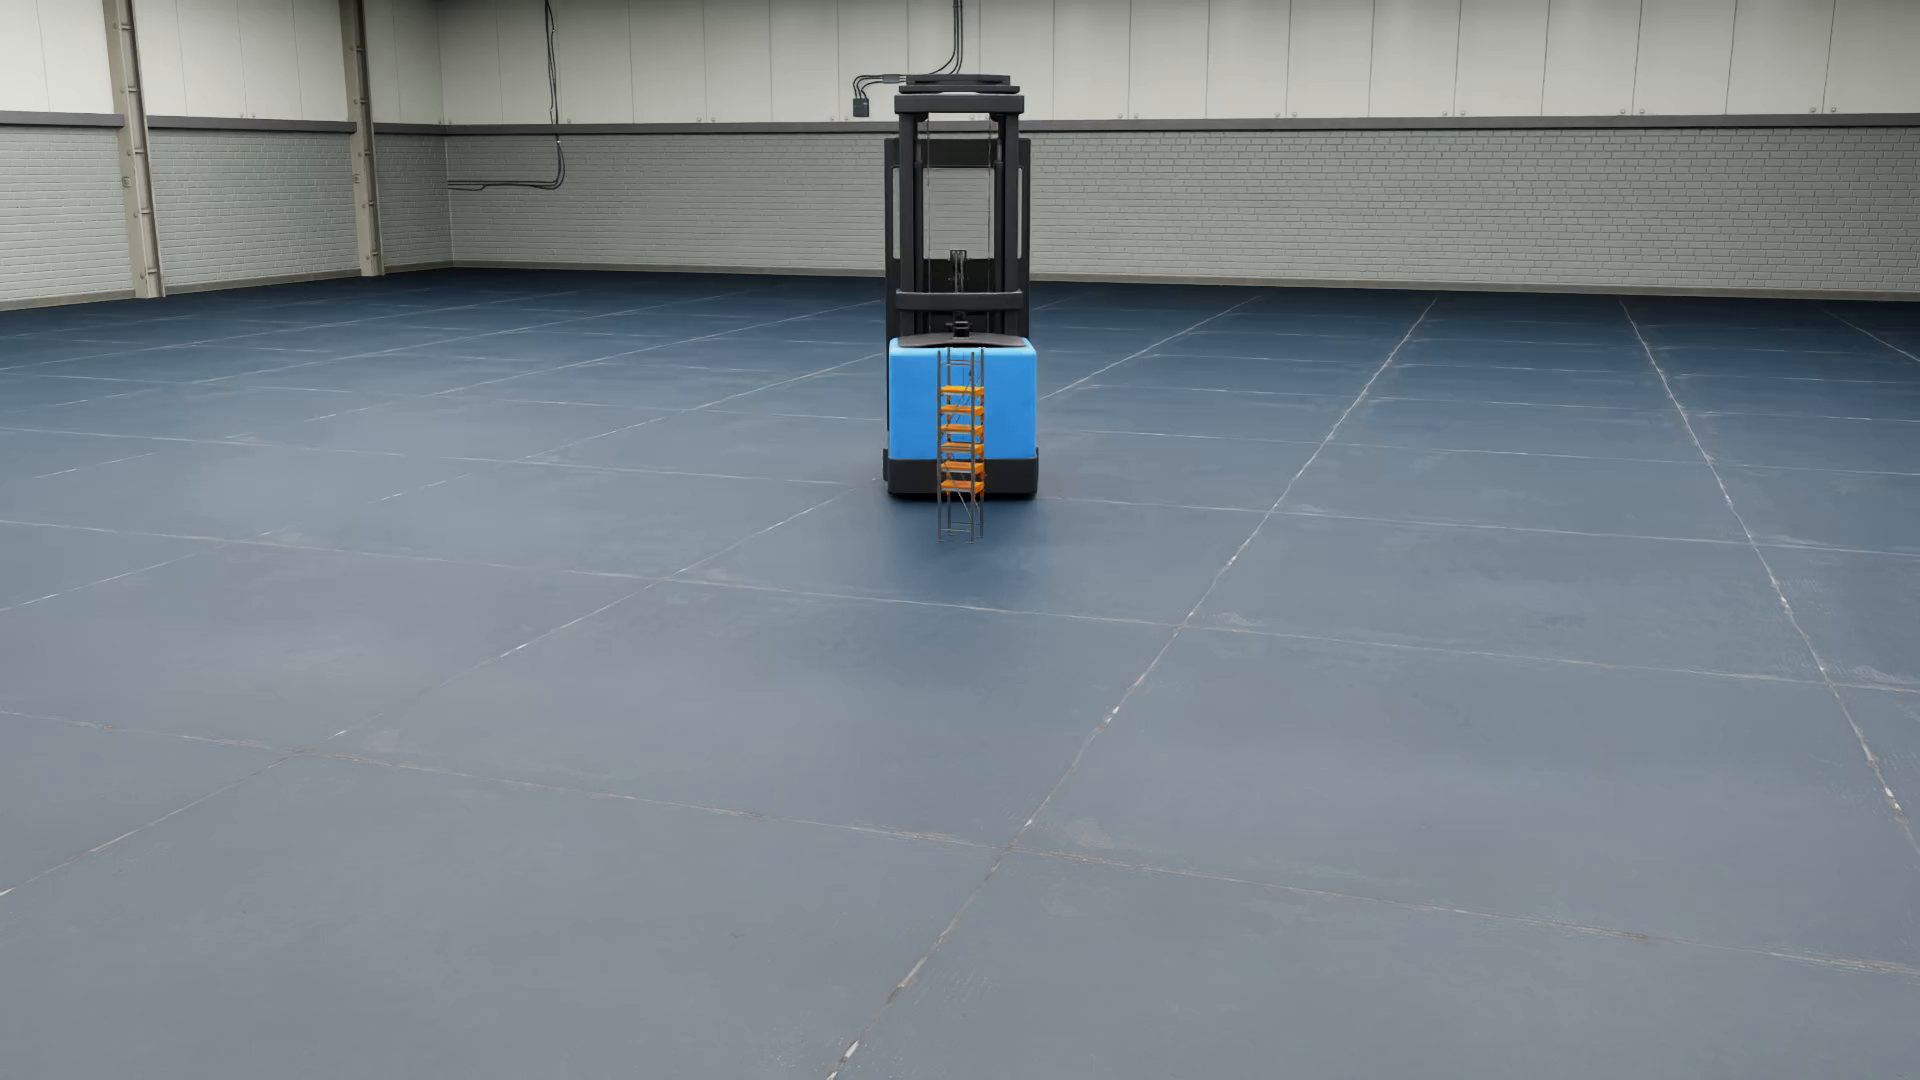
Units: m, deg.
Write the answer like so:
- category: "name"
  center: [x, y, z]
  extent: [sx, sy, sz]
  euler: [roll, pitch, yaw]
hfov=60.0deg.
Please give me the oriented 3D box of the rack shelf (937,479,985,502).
- category: "rack shelf"
  center: [0.005, -0.311, 10.431]
  extent: [0.258, 0.103, 0.180]
  euler: [4, 14, 18]

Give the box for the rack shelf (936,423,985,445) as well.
- category: "rack shelf"
  center: [0.005, -0.662, 10.351]
  extent: [0.258, 0.103, 0.180]
  euler: [4, 14, 18]

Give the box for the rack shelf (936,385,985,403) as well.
- category: "rack shelf"
  center: [0.005, -0.896, 10.298]
  extent: [0.258, 0.103, 0.180]
  euler: [4, 14, 18]

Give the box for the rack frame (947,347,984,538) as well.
- category: "rack frame"
  center: [0.034, -0.607, 10.452]
  extent: [0.240, 1.200, 0.006]
  euler: [4, 14, 18]

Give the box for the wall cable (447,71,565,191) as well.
- category: "wall cable"
  center: [-10.031, -8.911, 36.286]
  extent: [3.097, 2.526, 0.112]
  euler: [4, 14, 18]

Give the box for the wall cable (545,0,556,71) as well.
- category: "wall cable"
  center: [-7.471, -11.179, 34.871]
  extent: [3.097, 2.526, 0.112]
  euler: [4, 14, 18]

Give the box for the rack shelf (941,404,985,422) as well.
- category: "rack shelf"
  center: [0.005, -0.779, 10.324]
  extent: [0.258, 0.103, 0.180]
  euler: [4, 14, 18]

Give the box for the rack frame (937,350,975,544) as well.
- category: "rack frame"
  center: [-0.025, -0.569, 10.283]
  extent: [0.240, 1.200, 0.006]
  euler: [4, 14, 18]

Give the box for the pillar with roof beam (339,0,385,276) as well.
- category: "pillar with roof beam"
  center: [-8.162, -9.590, 32.282]
  extent: [9.100, 9.000, 0.400]
  euler: [4, 14, 18]

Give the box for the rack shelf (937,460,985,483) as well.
- category: "rack shelf"
  center: [0.005, -0.428, 10.404]
  extent: [0.258, 0.103, 0.180]
  euler: [4, 14, 18]

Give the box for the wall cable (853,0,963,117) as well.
- category: "wall cable"
  center: [-1.053, -11.396, 32.553]
  extent: [2.305, 6.003, 0.169]
  euler: [4, 14, 18]

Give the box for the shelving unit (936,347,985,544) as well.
- category: "shelving unit"
  center: [0.005, -0.588, 10.368]
  extent: [0.258, 1.200, 0.189]
  euler: [4, 14, 18]

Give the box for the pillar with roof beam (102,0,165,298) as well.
- category: "pillar with roof beam"
  center: [-10.103, -8.327, 26.747]
  extent: [9.100, 9.000, 0.400]
  euler: [4, 14, 18]

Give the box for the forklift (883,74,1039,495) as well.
- category: "forklift"
  center: [-0.029, -2.022, 12.759]
  extent: [1.130, 2.935, 3.031]
  euler: [0, 13, -2]

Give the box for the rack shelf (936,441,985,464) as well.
- category: "rack shelf"
  center: [0.005, -0.545, 10.378]
  extent: [0.258, 0.103, 0.180]
  euler: [4, 14, 18]
